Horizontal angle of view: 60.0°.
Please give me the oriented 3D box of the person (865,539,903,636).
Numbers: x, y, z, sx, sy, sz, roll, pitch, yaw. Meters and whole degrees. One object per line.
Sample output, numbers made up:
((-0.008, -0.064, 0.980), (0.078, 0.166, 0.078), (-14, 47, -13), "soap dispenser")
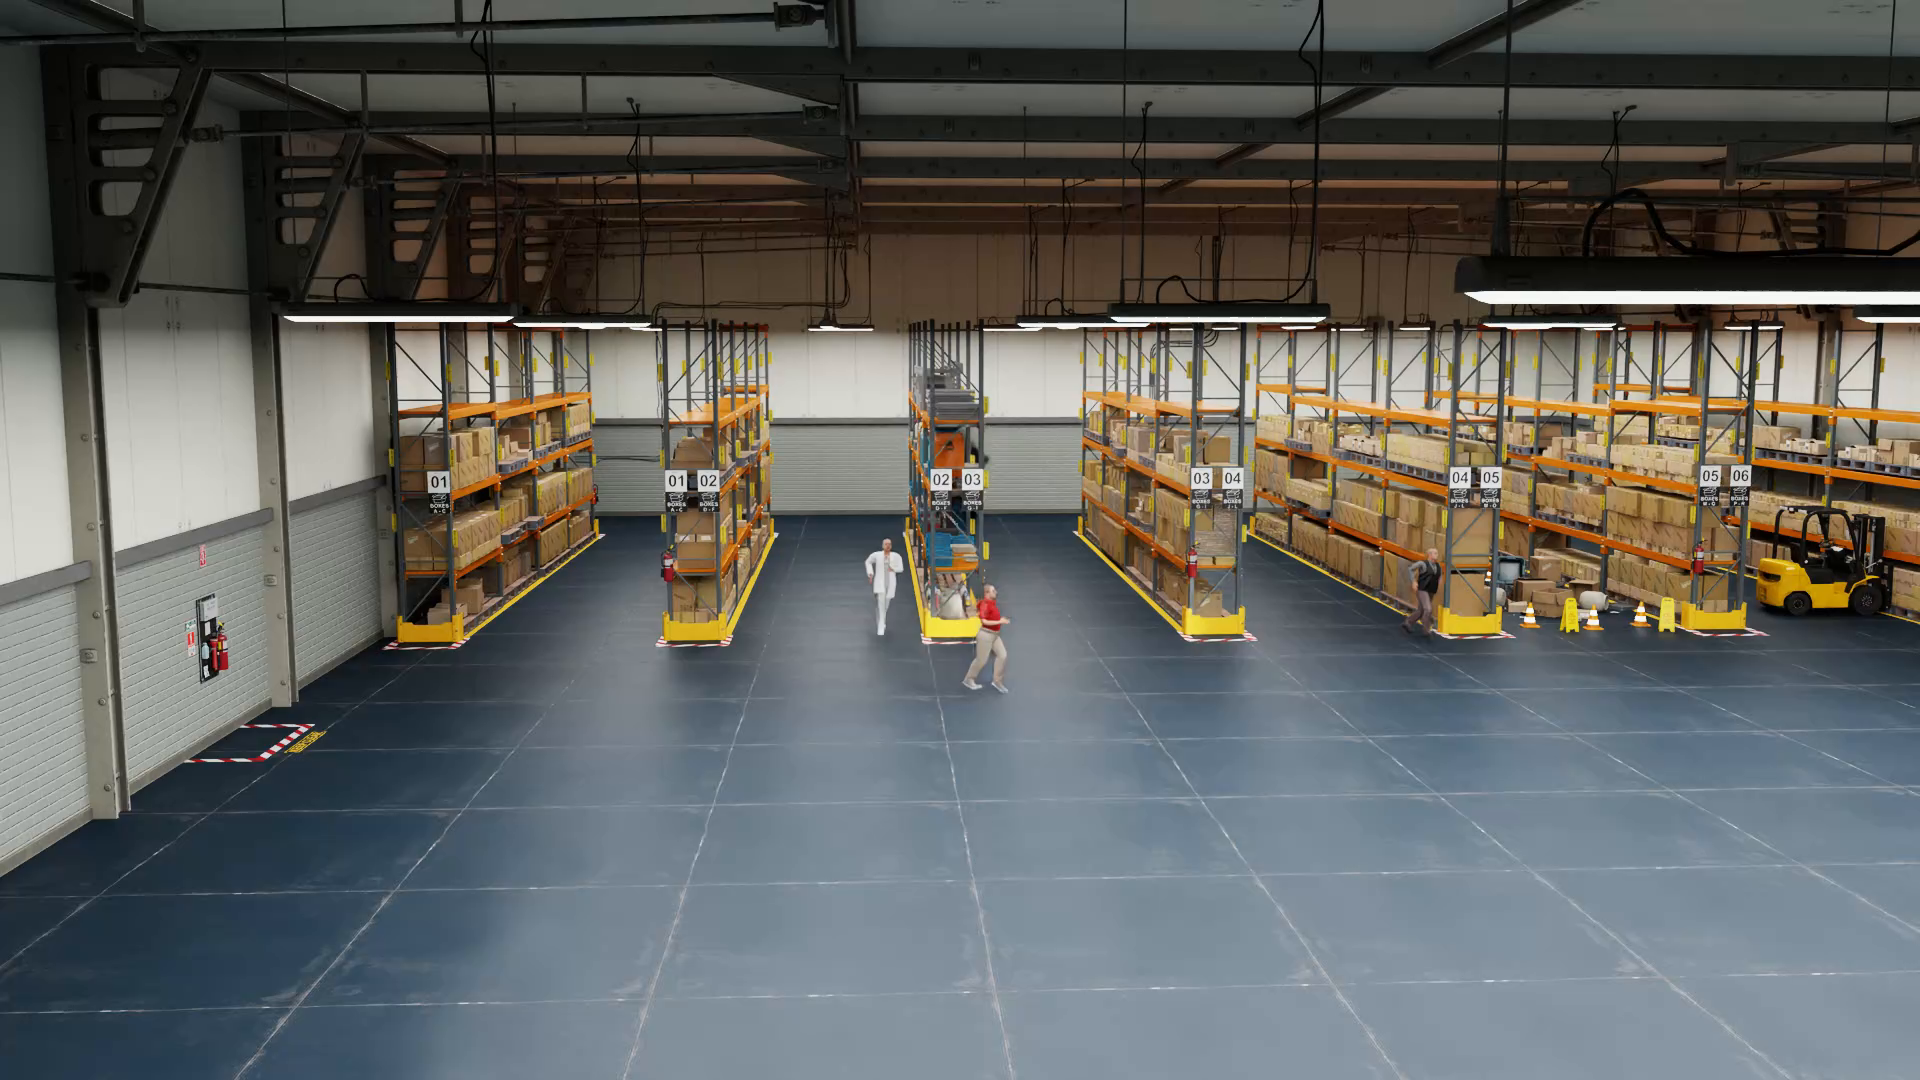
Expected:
((-1.433, 0.891, 32.041), (0.673, 1.798, 0.823), (-2, 7, -16), "person")

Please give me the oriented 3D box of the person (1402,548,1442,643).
((8.806, 1.008, 31.397), (0.667, 1.722, 0.922), (-5, 8, -33), "person")

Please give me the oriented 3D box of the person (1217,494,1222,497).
((7.338, -0.876, 46.619), (0.610, 1.742, 0.761), (1, 7, 7), "person")

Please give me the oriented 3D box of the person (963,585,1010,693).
((0.435, 1.600, 26.579), (0.800, 1.792, 0.642), (3, 8, 21), "person")
